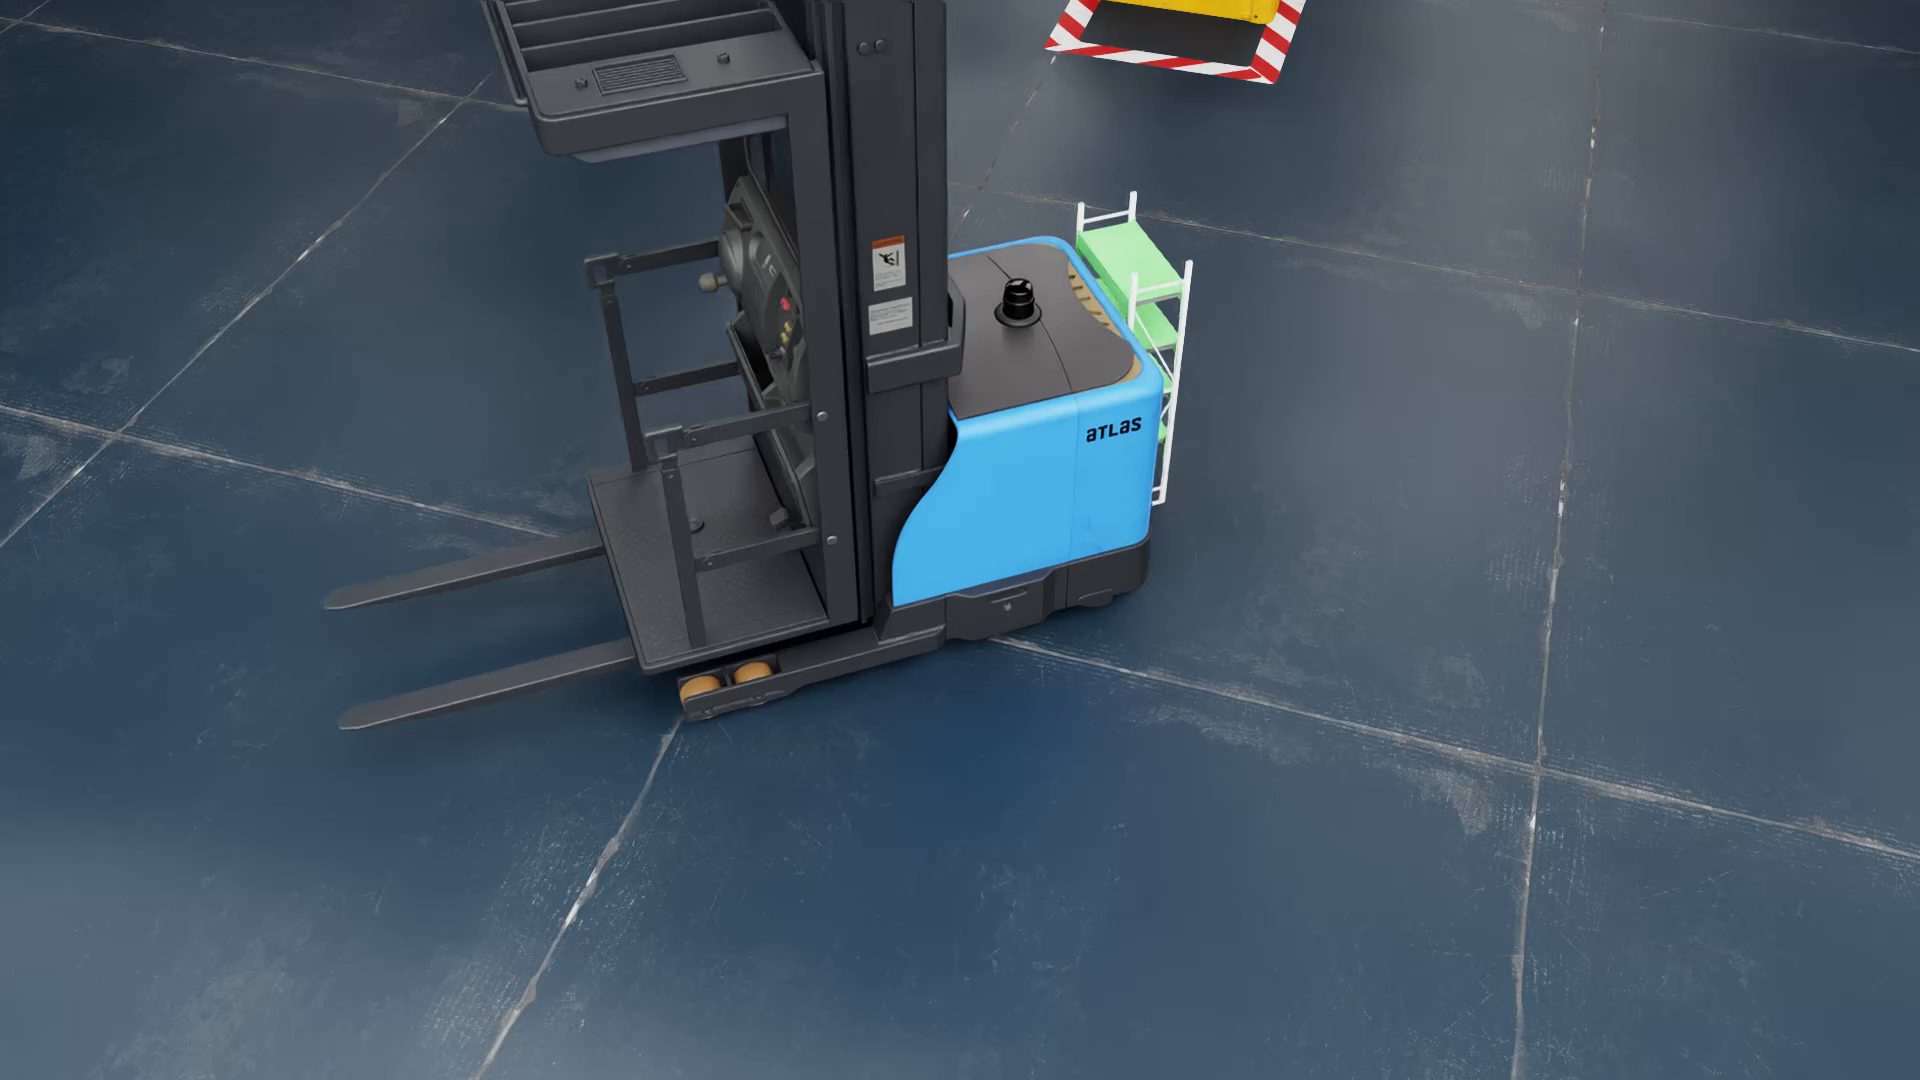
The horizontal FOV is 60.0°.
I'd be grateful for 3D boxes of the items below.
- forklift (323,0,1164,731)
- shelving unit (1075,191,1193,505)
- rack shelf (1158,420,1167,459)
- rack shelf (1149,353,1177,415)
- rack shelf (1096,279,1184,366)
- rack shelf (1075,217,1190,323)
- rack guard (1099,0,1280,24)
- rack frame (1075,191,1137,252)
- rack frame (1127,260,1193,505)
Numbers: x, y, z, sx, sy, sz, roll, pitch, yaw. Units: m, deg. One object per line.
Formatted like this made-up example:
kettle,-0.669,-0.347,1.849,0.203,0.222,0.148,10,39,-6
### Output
forklift,-0.840,-0.810,5.482,3.031,2.935,1.130,-14,46,-14
shelving unit,0.650,-0.721,6.629,0.258,1.200,0.503,-15,46,-14
rack shelf,0.650,-0.504,6.841,0.258,0.148,0.480,-15,46,-14
rack shelf,0.650,-0.675,6.673,0.258,0.148,0.480,-15,46,-14
rack shelf,0.650,-0.847,6.506,0.258,0.148,0.480,-15,46,-14
rack shelf,0.650,-1.018,6.338,0.258,0.148,0.480,-15,46,-14
rack guard,1.341,-3.473,9.942,1.175,0.500,0.348,13,46,13
rack frame,0.565,-0.881,6.792,0.240,1.200,0.015,-15,46,-14
rack frame,0.735,-0.561,6.465,0.240,1.200,0.015,-15,46,-14
